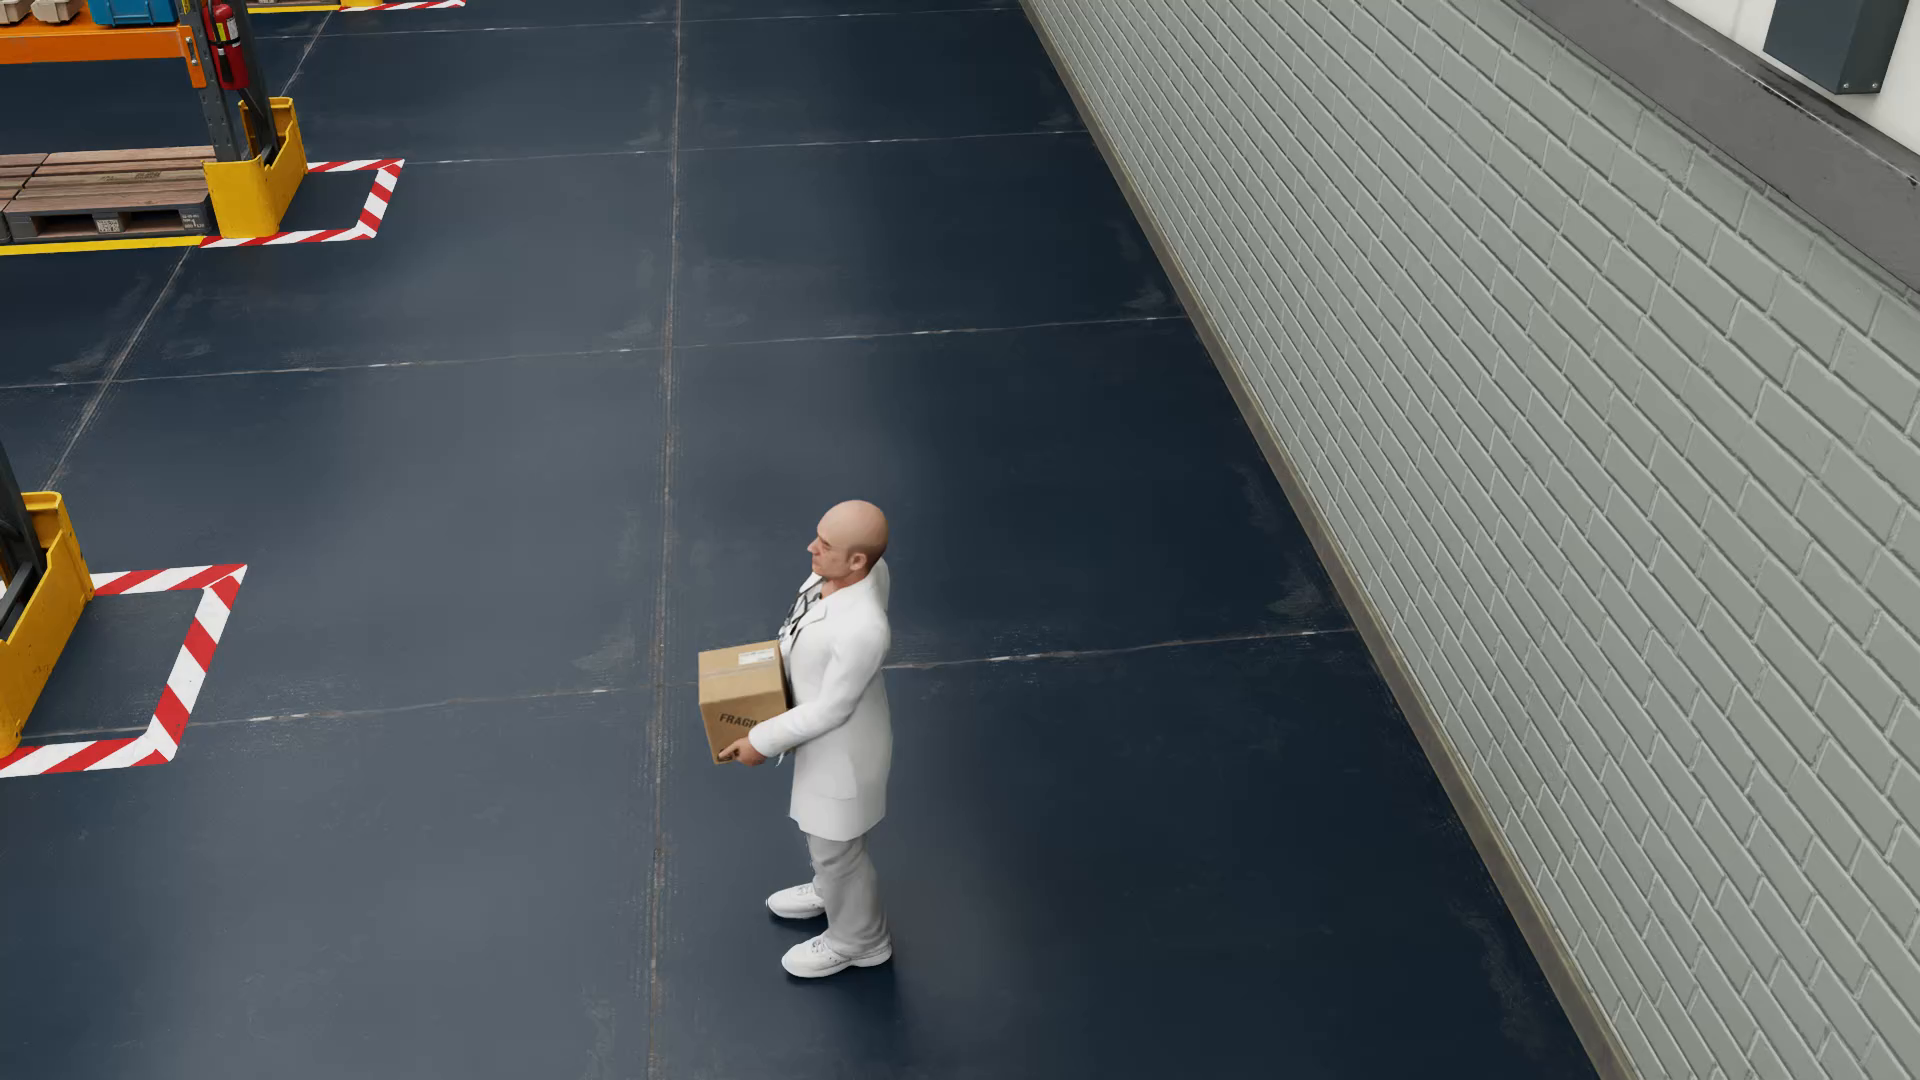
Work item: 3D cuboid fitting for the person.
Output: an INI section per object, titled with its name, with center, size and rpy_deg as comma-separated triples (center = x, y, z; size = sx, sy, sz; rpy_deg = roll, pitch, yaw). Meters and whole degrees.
[person]
center = -0.474, 0.635, 5.228
size = 0.554, 1.773, 0.528
rpy_deg = -4, 35, -6
